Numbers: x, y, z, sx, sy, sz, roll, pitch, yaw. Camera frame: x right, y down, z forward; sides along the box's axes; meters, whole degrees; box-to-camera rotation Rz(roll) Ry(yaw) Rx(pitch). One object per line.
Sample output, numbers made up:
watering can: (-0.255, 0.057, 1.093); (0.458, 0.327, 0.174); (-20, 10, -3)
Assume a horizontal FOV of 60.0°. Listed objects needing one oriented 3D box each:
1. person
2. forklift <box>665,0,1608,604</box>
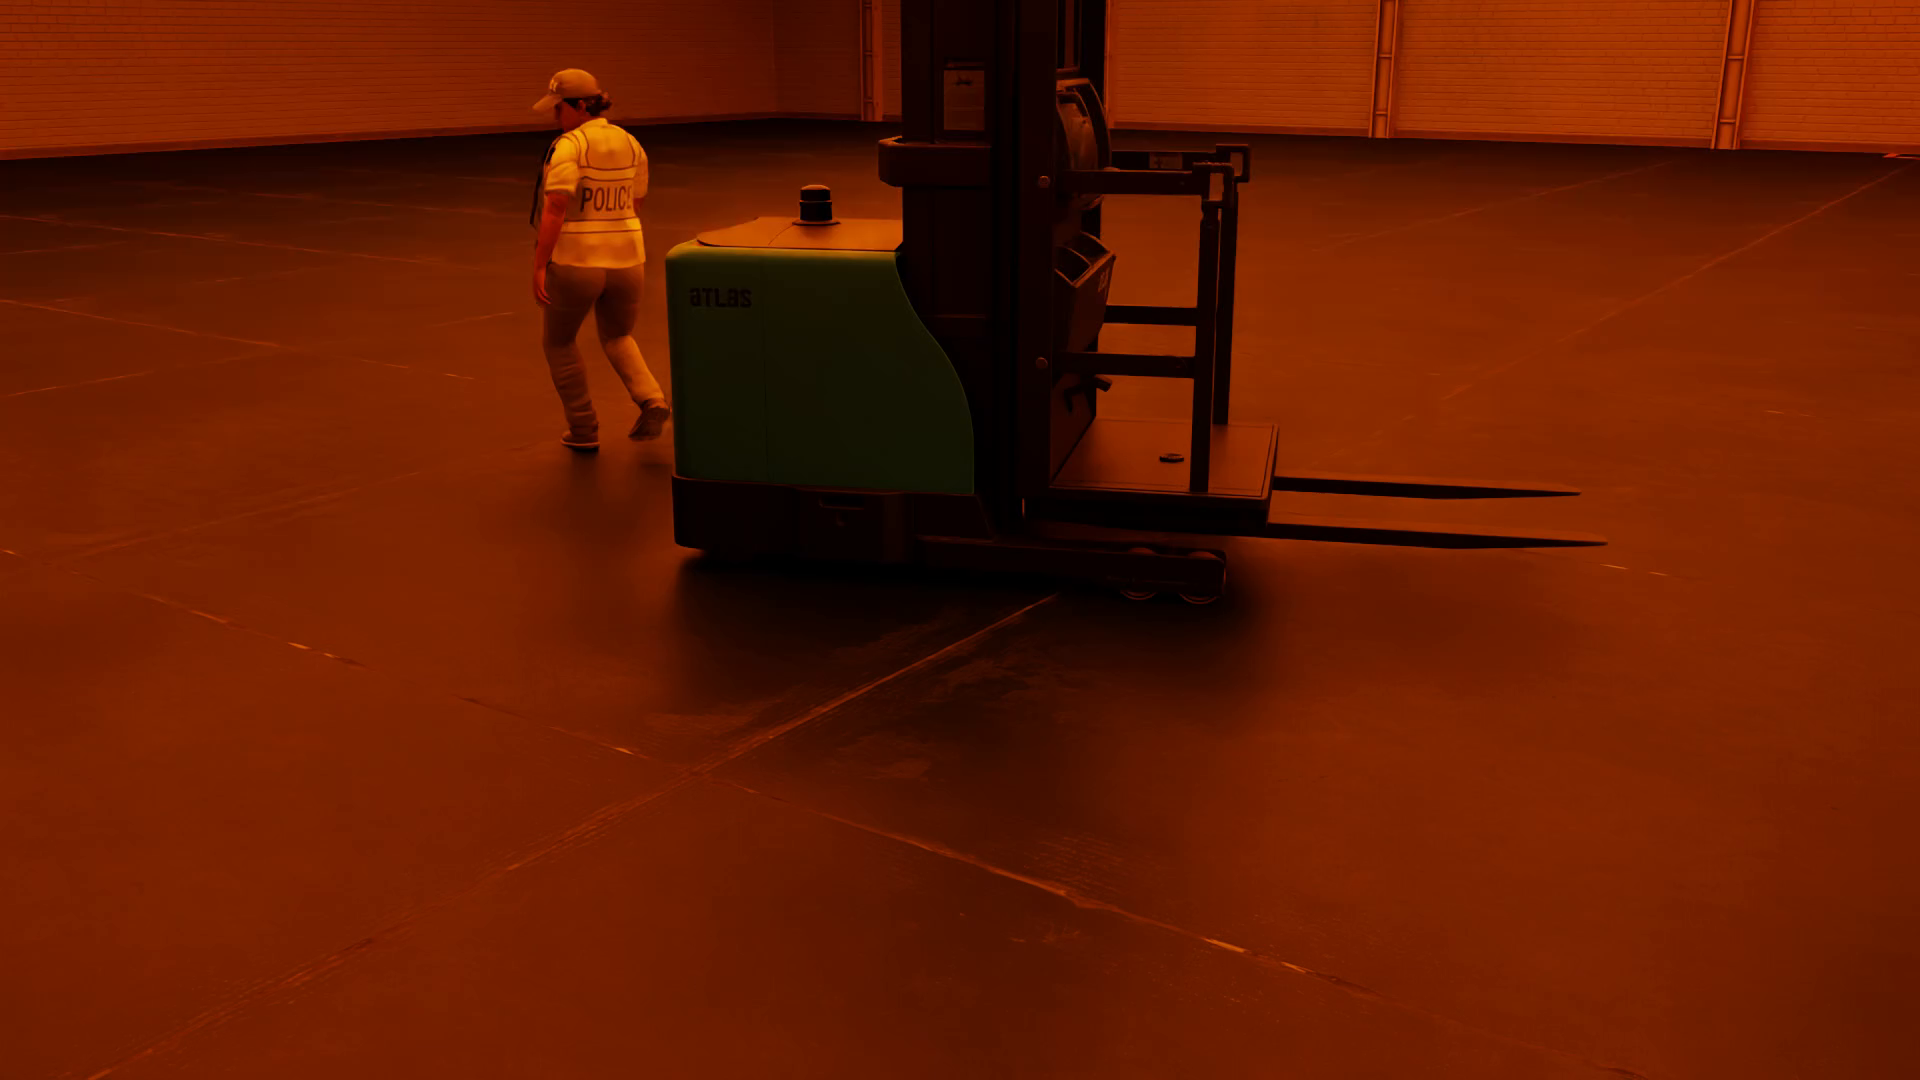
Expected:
person: (-1.590, -1.159, 7.036); (0.642, 1.610, 0.576); (-13, 21, -36)
forklift: (0.595, -1.367, 5.404); (3.031, 2.935, 1.130); (4, 17, 12)
